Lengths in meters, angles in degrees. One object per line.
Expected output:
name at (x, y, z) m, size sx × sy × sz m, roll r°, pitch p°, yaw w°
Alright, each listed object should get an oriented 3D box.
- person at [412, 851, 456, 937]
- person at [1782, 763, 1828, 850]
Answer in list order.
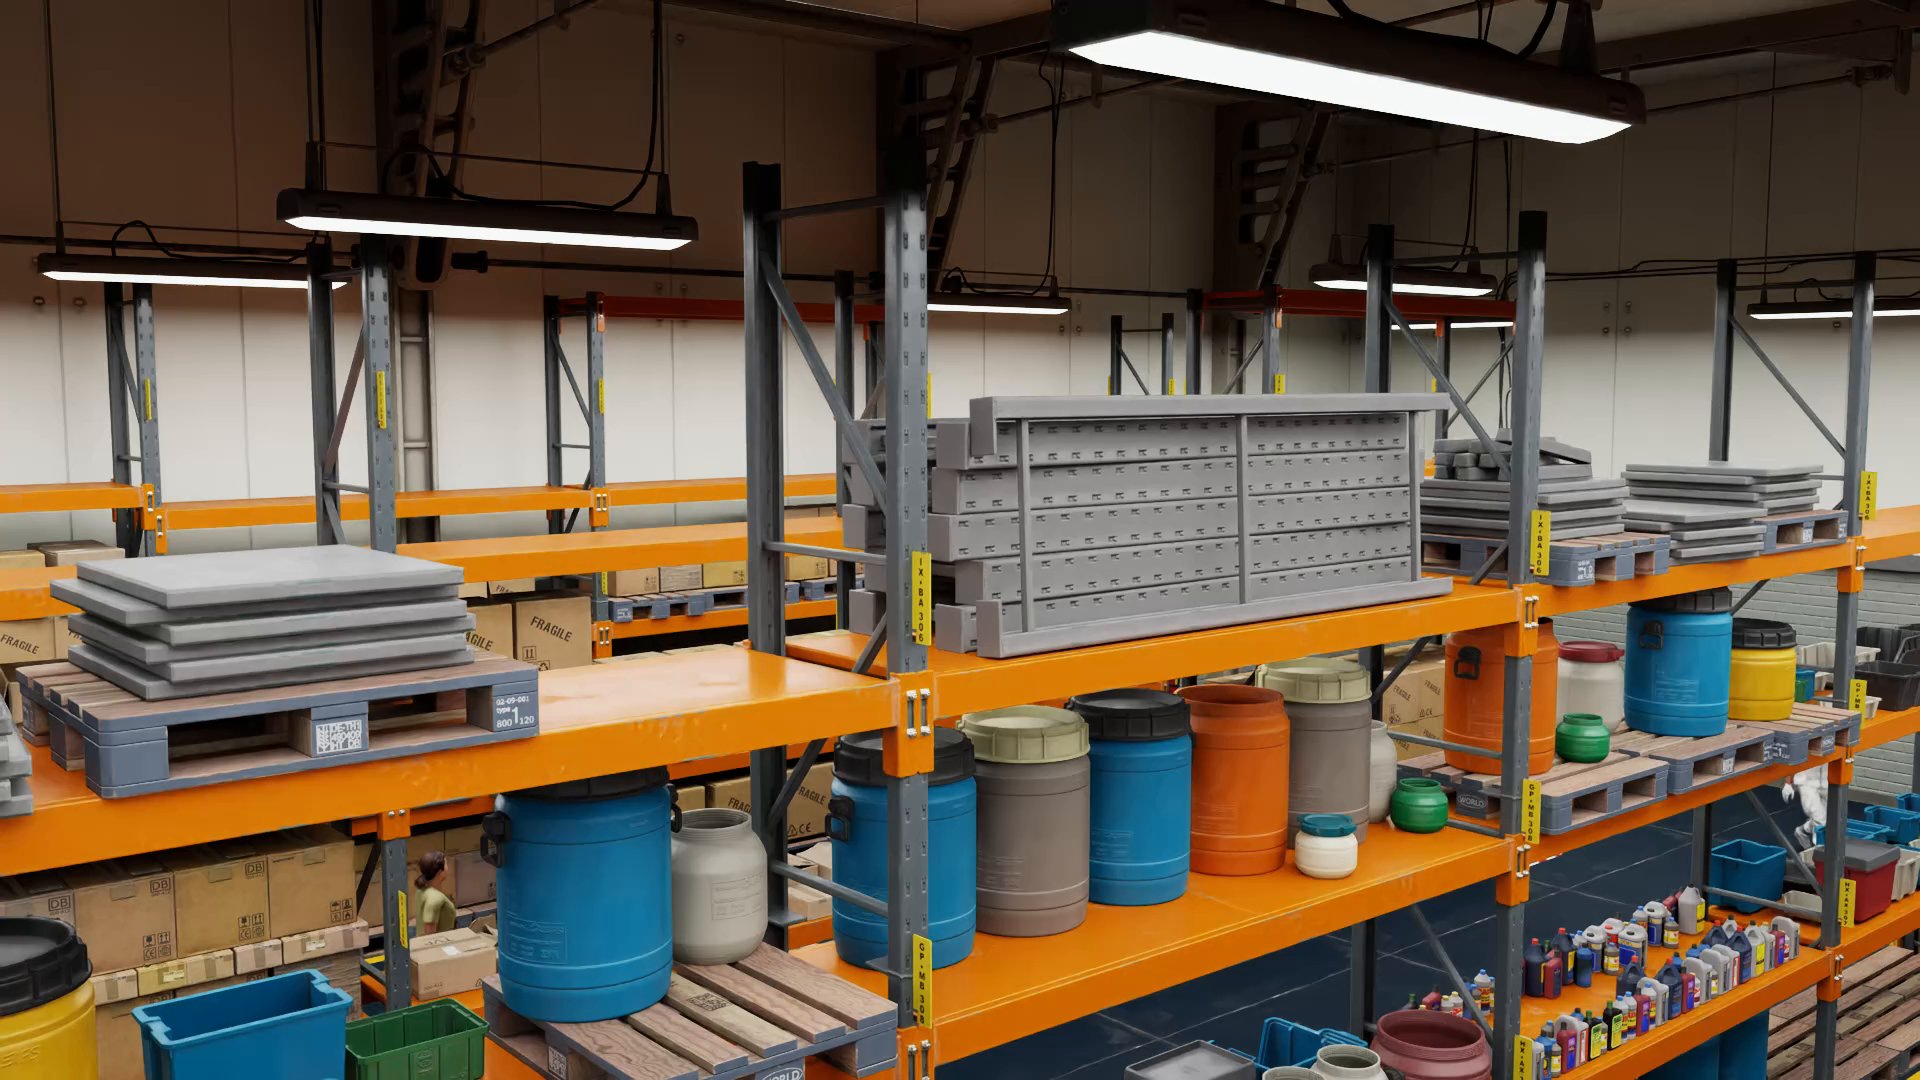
person at (-3.951, 3.143, 12.367) m, size 0.471 × 1.661 × 0.499 m, roll -3°, pitch 6°, yaw -32°
person at (9.154, 2.624, 17.793) m, size 0.544 × 1.679 × 1.052 m, roll 0°, pitch 6°, yaw 1°
